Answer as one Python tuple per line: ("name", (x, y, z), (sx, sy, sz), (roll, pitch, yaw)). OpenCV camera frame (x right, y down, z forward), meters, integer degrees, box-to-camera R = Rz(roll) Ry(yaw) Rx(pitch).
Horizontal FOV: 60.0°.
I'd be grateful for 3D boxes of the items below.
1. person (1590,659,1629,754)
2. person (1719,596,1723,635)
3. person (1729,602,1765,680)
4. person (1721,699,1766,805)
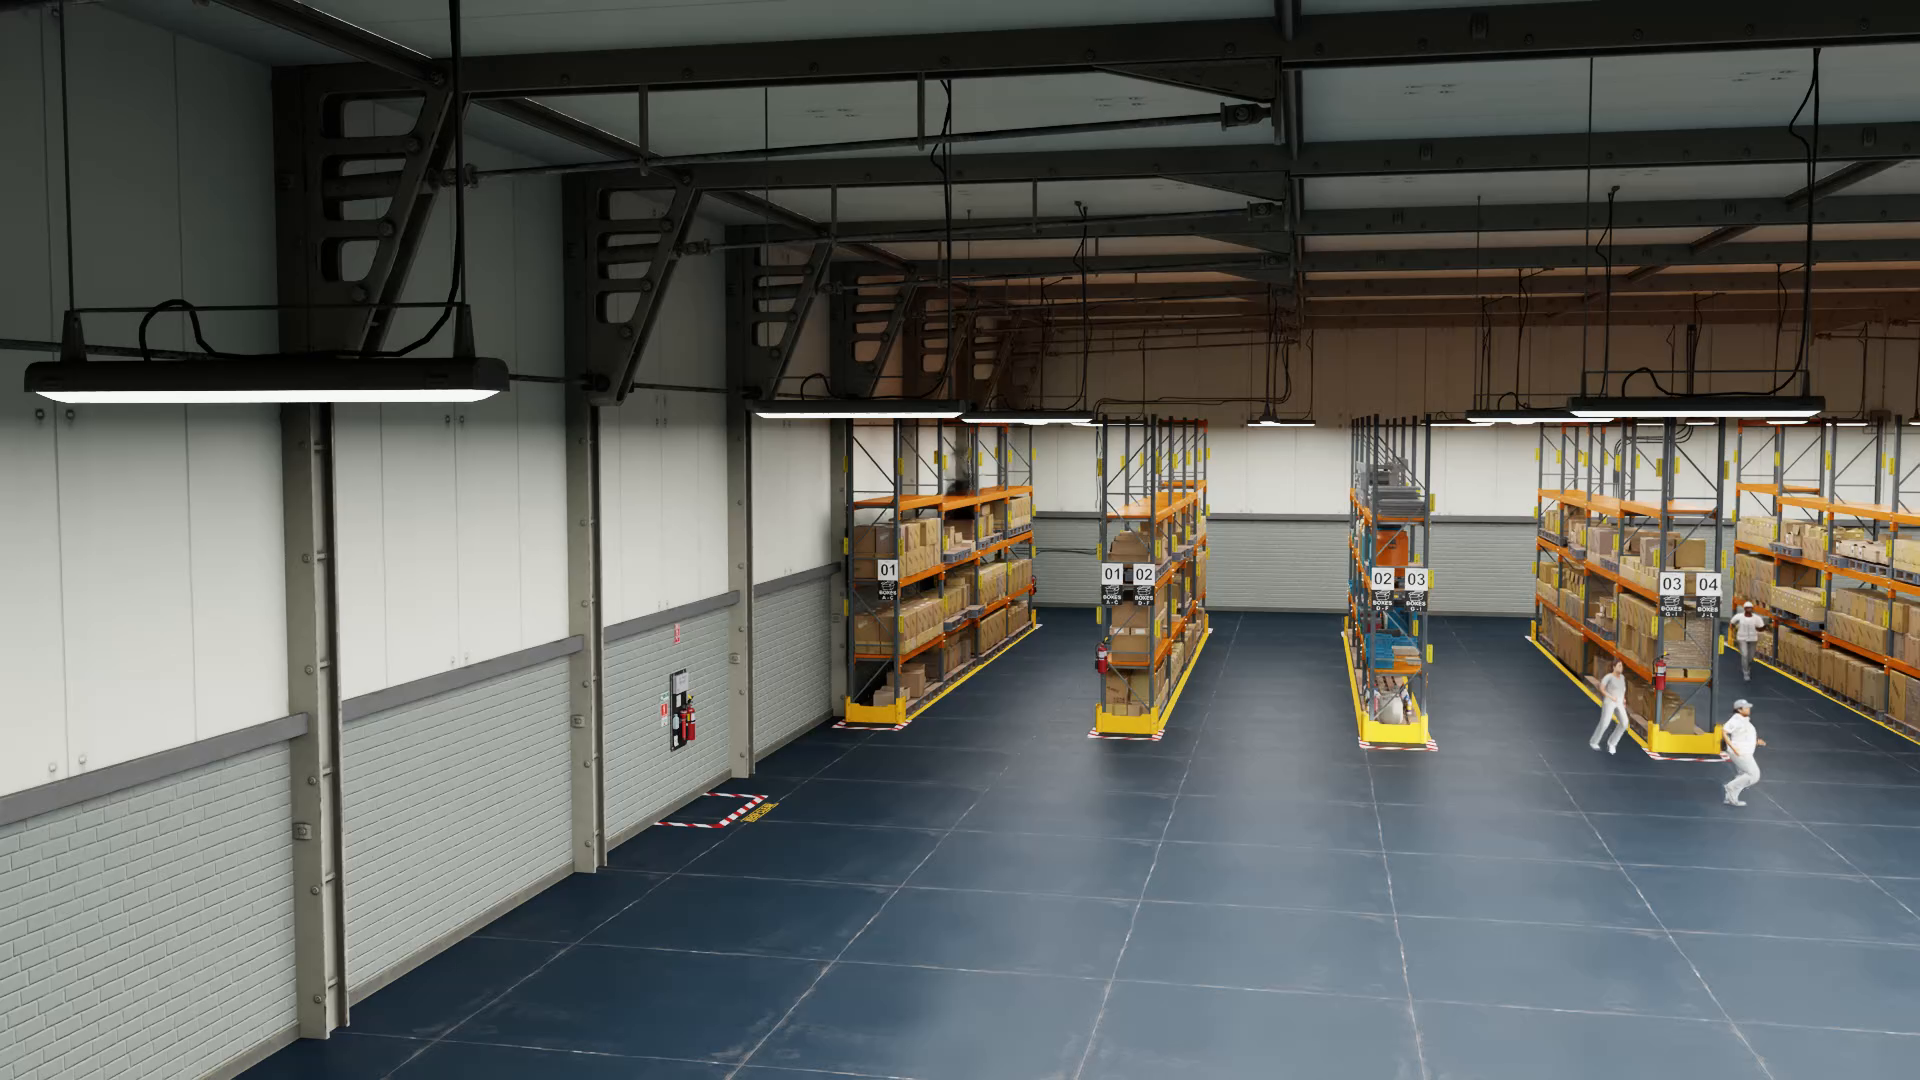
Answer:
("person", (11.606, 2.942, 29.507), (0.625, 1.661, 0.663), (-1, 4, -15))
("person", (20.339, 1.912, 44.894), (0.786, 1.696, 0.600), (-1, 4, -15))
("person", (17.989, 2.284, 37.986), (0.701, 1.748, 0.990), (1, 4, 12))
("person", (11.878, 3.226, 25.171), (0.559, 1.619, 0.593), (3, 5, 37))
